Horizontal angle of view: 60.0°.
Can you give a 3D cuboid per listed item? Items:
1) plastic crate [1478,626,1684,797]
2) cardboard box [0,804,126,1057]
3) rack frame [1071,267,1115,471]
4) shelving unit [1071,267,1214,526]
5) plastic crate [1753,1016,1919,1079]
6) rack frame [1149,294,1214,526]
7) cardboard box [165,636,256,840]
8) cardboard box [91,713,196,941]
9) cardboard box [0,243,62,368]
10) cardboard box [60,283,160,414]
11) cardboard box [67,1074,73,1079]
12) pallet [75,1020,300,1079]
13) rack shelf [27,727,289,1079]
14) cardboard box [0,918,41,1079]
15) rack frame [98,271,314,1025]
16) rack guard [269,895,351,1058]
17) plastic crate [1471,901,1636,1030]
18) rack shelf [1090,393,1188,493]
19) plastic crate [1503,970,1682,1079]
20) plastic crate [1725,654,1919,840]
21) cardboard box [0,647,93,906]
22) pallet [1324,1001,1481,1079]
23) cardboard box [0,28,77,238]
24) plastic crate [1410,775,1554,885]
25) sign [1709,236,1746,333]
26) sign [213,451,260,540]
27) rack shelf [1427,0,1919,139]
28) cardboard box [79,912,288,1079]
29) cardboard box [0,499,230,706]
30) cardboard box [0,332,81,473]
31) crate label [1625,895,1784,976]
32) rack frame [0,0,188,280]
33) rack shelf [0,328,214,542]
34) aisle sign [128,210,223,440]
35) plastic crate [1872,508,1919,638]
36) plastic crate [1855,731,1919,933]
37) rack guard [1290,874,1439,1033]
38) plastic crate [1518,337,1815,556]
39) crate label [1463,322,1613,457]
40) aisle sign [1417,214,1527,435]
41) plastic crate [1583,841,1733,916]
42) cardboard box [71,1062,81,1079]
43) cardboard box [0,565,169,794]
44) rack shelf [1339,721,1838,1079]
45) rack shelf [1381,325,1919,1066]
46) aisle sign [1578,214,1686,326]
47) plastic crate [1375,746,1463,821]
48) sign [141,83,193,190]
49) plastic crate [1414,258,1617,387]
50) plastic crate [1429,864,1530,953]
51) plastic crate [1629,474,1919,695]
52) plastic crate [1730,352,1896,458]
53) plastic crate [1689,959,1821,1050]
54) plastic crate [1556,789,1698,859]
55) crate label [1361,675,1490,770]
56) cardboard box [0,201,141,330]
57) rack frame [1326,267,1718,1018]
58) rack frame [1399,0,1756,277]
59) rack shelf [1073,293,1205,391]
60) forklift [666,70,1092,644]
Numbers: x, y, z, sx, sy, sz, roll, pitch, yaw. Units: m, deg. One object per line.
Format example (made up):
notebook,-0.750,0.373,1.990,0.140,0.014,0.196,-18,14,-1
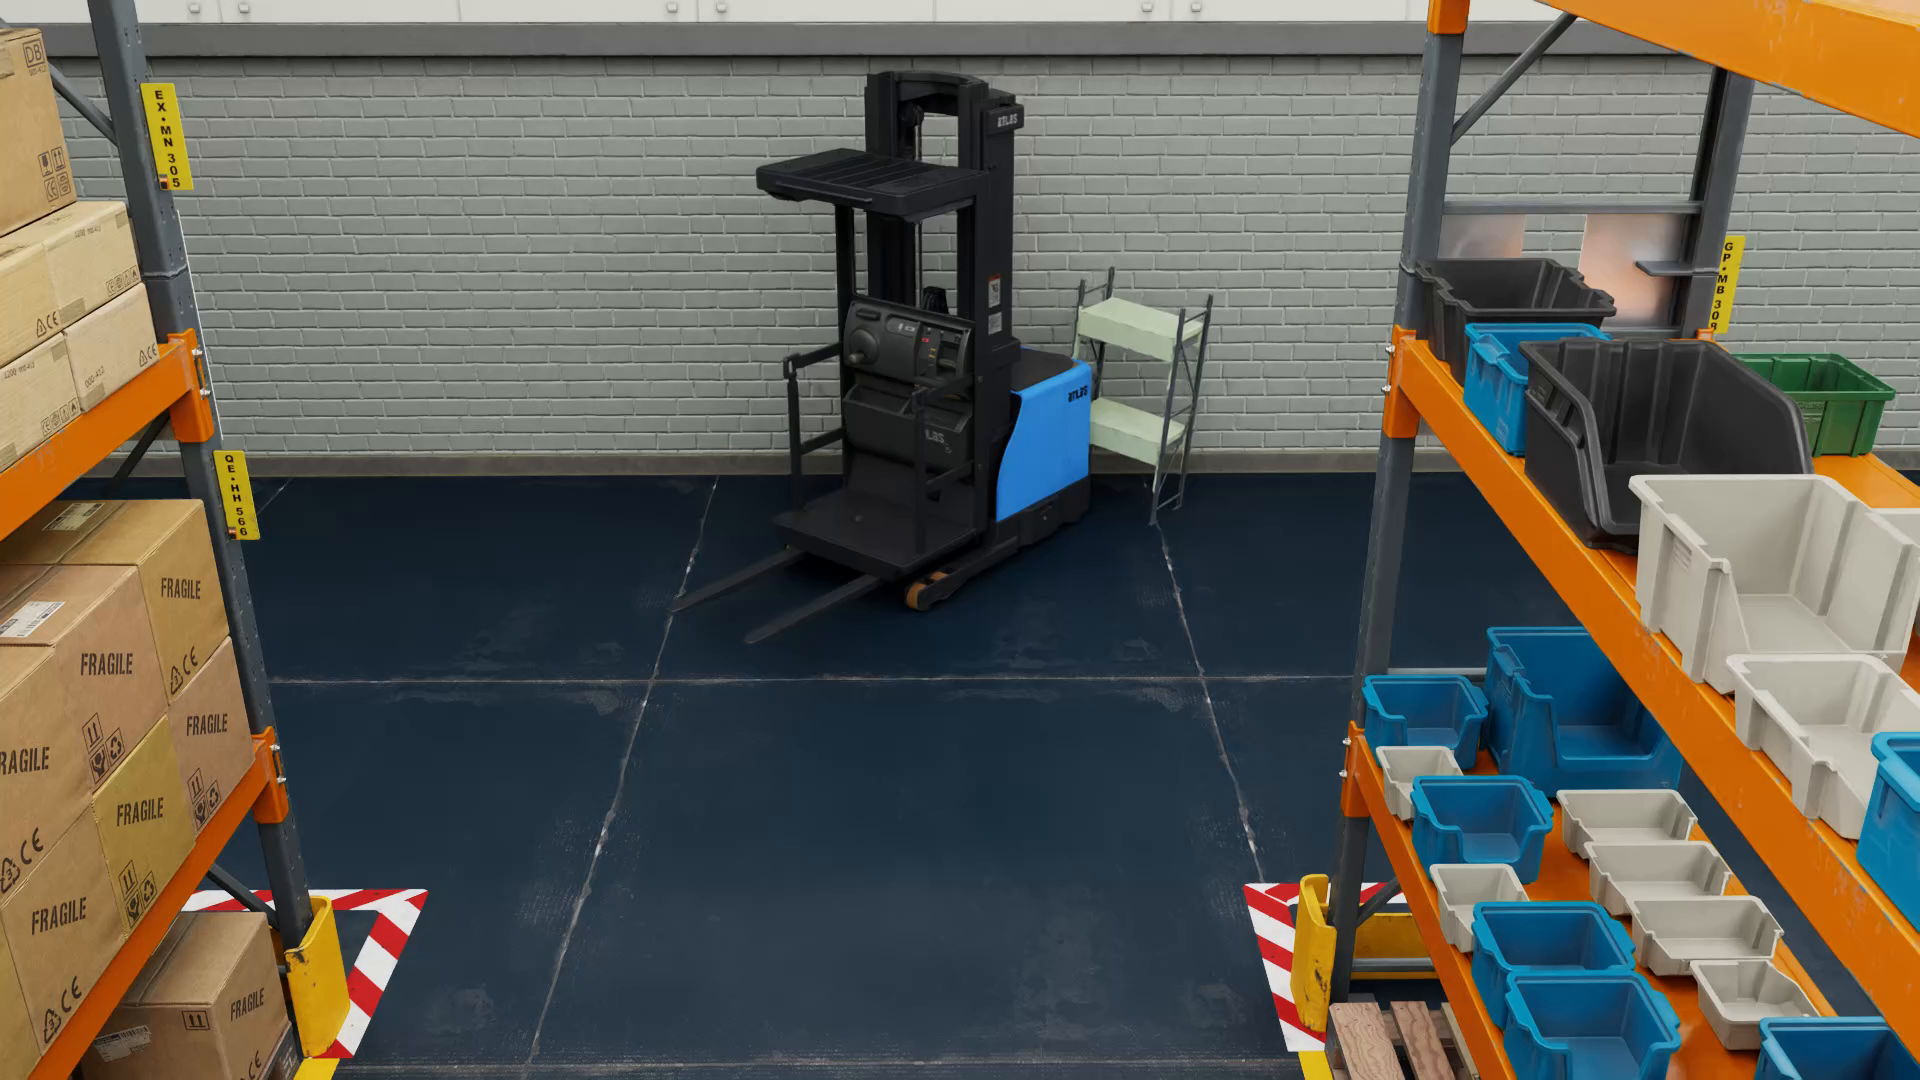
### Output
plastic crate,2.130,0.588,5.694,0.616,0.435,0.499,0,24,-1
cardboard box,-2.728,1.072,4.618,0.500,0.500,0.500,0,24,0
rack frame,0.835,-1.063,11.118,0.023,1.500,0.400,22,31,29
shelving unit,1.132,-0.945,10.938,0.755,1.500,0.431,22,31,29
plastic crate,2.218,1.388,4.170,0.416,0.233,0.300,0,24,-1
rack frame,1.428,-0.828,10.759,0.023,1.500,0.400,22,31,29
cardboard box,-2.737,0.653,5.545,0.500,0.500,0.500,0,24,1
cardboard box,-2.728,0.867,5.072,0.500,0.500,0.500,0,24,0
cardboard box,-2.748,-0.594,4.360,0.500,0.250,0.500,0,24,-1
cardboard box,-2.745,-0.573,4.918,0.500,0.250,0.500,0,24,-1
cardboard box,-3.286,1.999,5.493,0.500,0.250,0.500,0,24,-1
pallet,-3.003,2.146,5.750,1.003,0.211,1.213,0,24,-1
rack shelf,-2.992,1.667,4.297,1.077,0.370,4.000,0,24,-1
cardboard box,-2.722,1.280,4.159,0.500,0.500,0.500,-1,24,-1
rack frame,-3.014,0.515,5.971,1.000,3.000,0.127,0,24,-1
rack guard,-3.013,1.685,6.417,1.175,0.500,0.348,0,24,-1
plastic crate,1.627,1.189,4.611,0.416,0.233,0.300,0,24,-1
rack shelf,1.106,-0.656,11.086,0.720,0.370,0.431,22,31,29
plastic crate,1.630,1.313,4.338,0.416,0.233,0.300,0,24,-1
plastic crate,1.588,0.374,2.964,0.293,0.136,0.466,0,24,-1
cardboard box,-2.717,0.618,4.409,0.500,0.500,0.500,0,24,1
pallet,1.909,2.105,5.840,1.003,0.211,1.213,0,24,-1
cardboard box,-2.992,-1.141,4.658,0.700,0.500,0.500,0,24,-1
plastic crate,1.620,0.918,5.211,0.416,0.233,0.300,0,24,-1
sign,2.489,-0.834,5.440,0.100,0.325,0.005,0,24,-1
sign,-2.459,-0.151,5.654,0.100,0.325,0.005,0,24,-1
rack shelf,1.961,-0.905,3.189,1.077,0.370,4.000,0,24,-1
cardboard box,-2.762,1.677,5.902,0.500,0.500,0.500,0,24,-1
cardboard box,-2.734,0.196,5.341,0.500,0.500,0.500,0,24,-1
cardboard box,-2.750,-0.367,4.463,0.500,0.250,0.500,0,24,-1
crate label,2.145,1.157,4.800,0.396,0.136,0.243,0,24,-1
rack frame,-3.014,-2.218,4.735,1.000,3.000,0.127,0,24,-1
rack shelf,-2.992,0.300,3.679,1.077,0.370,4.000,0,24,-1
aisle sign,-2.708,-0.699,5.500,0.394,0.787,0.004,0,24,-1
plastic crate,2.210,0.098,3.573,0.437,0.136,0.530,0,24,-1
plastic crate,1.654,0.479,2.615,0.416,0.233,0.300,0,24,-1
rack guard,1.926,1.624,6.554,1.175,0.500,0.348,0,24,-1
plastic crate,1.681,-0.213,4.017,0.504,0.338,0.767,0,24,-1
crate label,1.626,-0.423,4.585,0.408,0.251,0.502,0,24,-1
aisle sign,1.641,-0.718,5.544,0.394,0.787,0.004,0,24,-1
plastic crate,2.118,1.042,5.053,0.396,0.136,0.243,0,24,-1
cardboard box,-3.350,1.883,5.851,0.380,0.166,0.250,0,24,-1
cardboard box,-2.728,0.404,4.881,0.500,0.500,0.500,0,24,1
rack shelf,1.961,1.646,4.343,1.077,0.370,4.000,0,24,-1
rack shelf,1.961,0.280,3.725,1.077,0.370,4.000,0,24,-1
aisle sign,2.231,-0.721,5.549,0.394,0.787,0.004,0,24,-1
plastic crate,1.533,0.823,5.537,0.250,0.136,0.298,0,24,-1
sign,-2.459,-1.249,5.158,0.100,0.325,0.005,0,24,-1
plastic crate,1.665,-0.653,5.072,0.497,0.269,0.590,0,24,-1
plastic crate,1.541,1.103,4.919,0.250,0.136,0.298,0,24,-1
plastic crate,1.655,0.096,3.401,0.437,0.282,0.530,0,24,-1
plastic crate,2.236,-0.371,4.546,0.450,0.188,0.336,0,24,-1
plastic crate,2.167,1.279,4.530,0.298,0.136,0.250,0,24,-1
plastic crate,2.129,0.922,5.318,0.396,0.136,0.243,0,24,-1
crate label,1.613,0.647,5.811,0.416,0.233,0.303,0,24,-1
cardboard box,-2.753,-0.800,4.815,0.500,0.250,0.500,0,24,-1
rack frame,1.939,0.494,6.017,1.000,3.000,0.127,0,24,-1
rack frame,1.939,-2.239,4.780,1.000,3.000,0.127,0,24,-1
rack shelf,1.162,-1.292,10.761,0.720,0.370,0.431,22,31,29
forklift,-0.449,-1.146,9.728,1.130,2.935,3.031,18,30,35
